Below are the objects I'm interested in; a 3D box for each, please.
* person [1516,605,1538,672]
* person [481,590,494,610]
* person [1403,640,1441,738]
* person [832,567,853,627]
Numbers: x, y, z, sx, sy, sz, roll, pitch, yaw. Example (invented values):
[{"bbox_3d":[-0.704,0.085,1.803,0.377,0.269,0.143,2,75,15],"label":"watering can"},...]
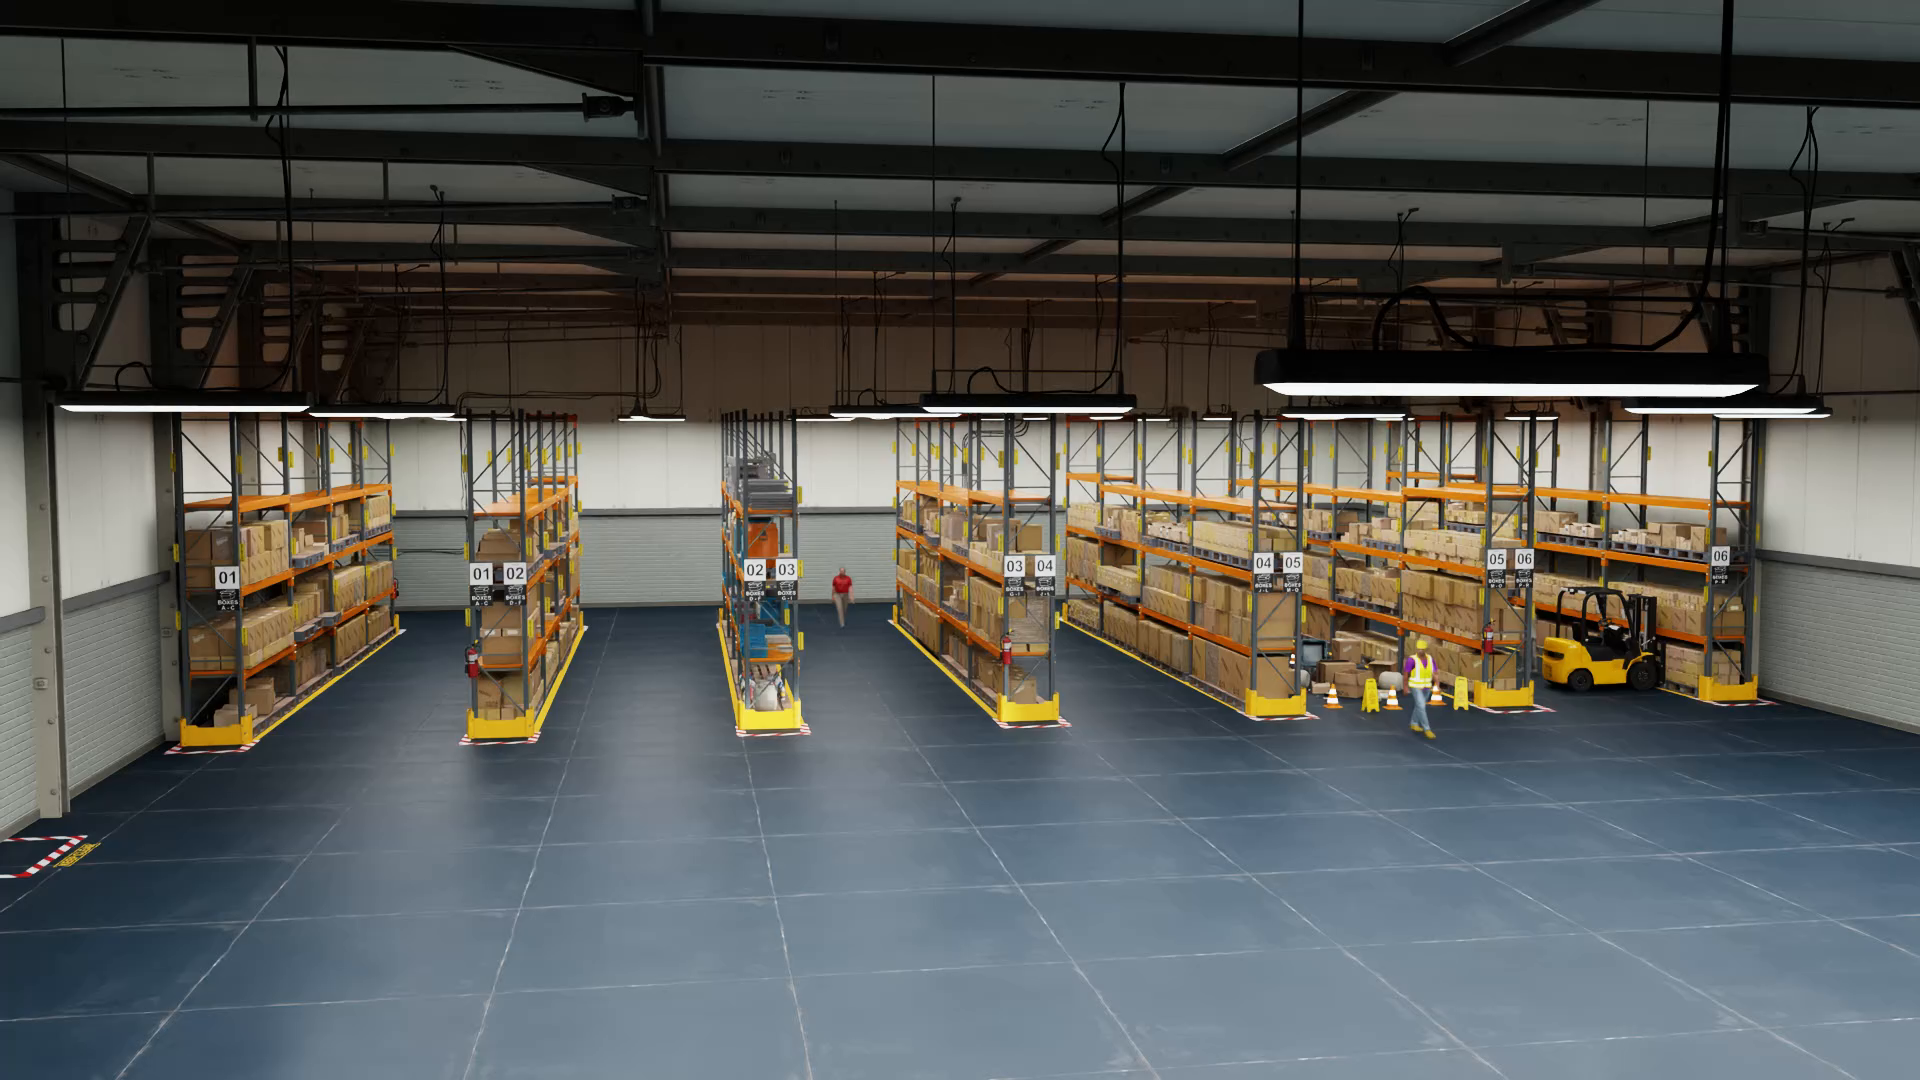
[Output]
[{"bbox_3d":[13.151,2.275,38.345,0.407,1.626,0.622,-1,4,-15],"label":"person"},{"bbox_3d":[-12.654,1.772,44.674,0.624,1.682,0.735,0,4,2],"label":"person"},{"bbox_3d":[8.503,2.703,30.503,0.599,1.722,0.930,-1,4,-17],"label":"person"},{"bbox_3d":[-3.299,1.600,46.987,0.547,1.659,1.102,-1,4,-20],"label":"person"}]
